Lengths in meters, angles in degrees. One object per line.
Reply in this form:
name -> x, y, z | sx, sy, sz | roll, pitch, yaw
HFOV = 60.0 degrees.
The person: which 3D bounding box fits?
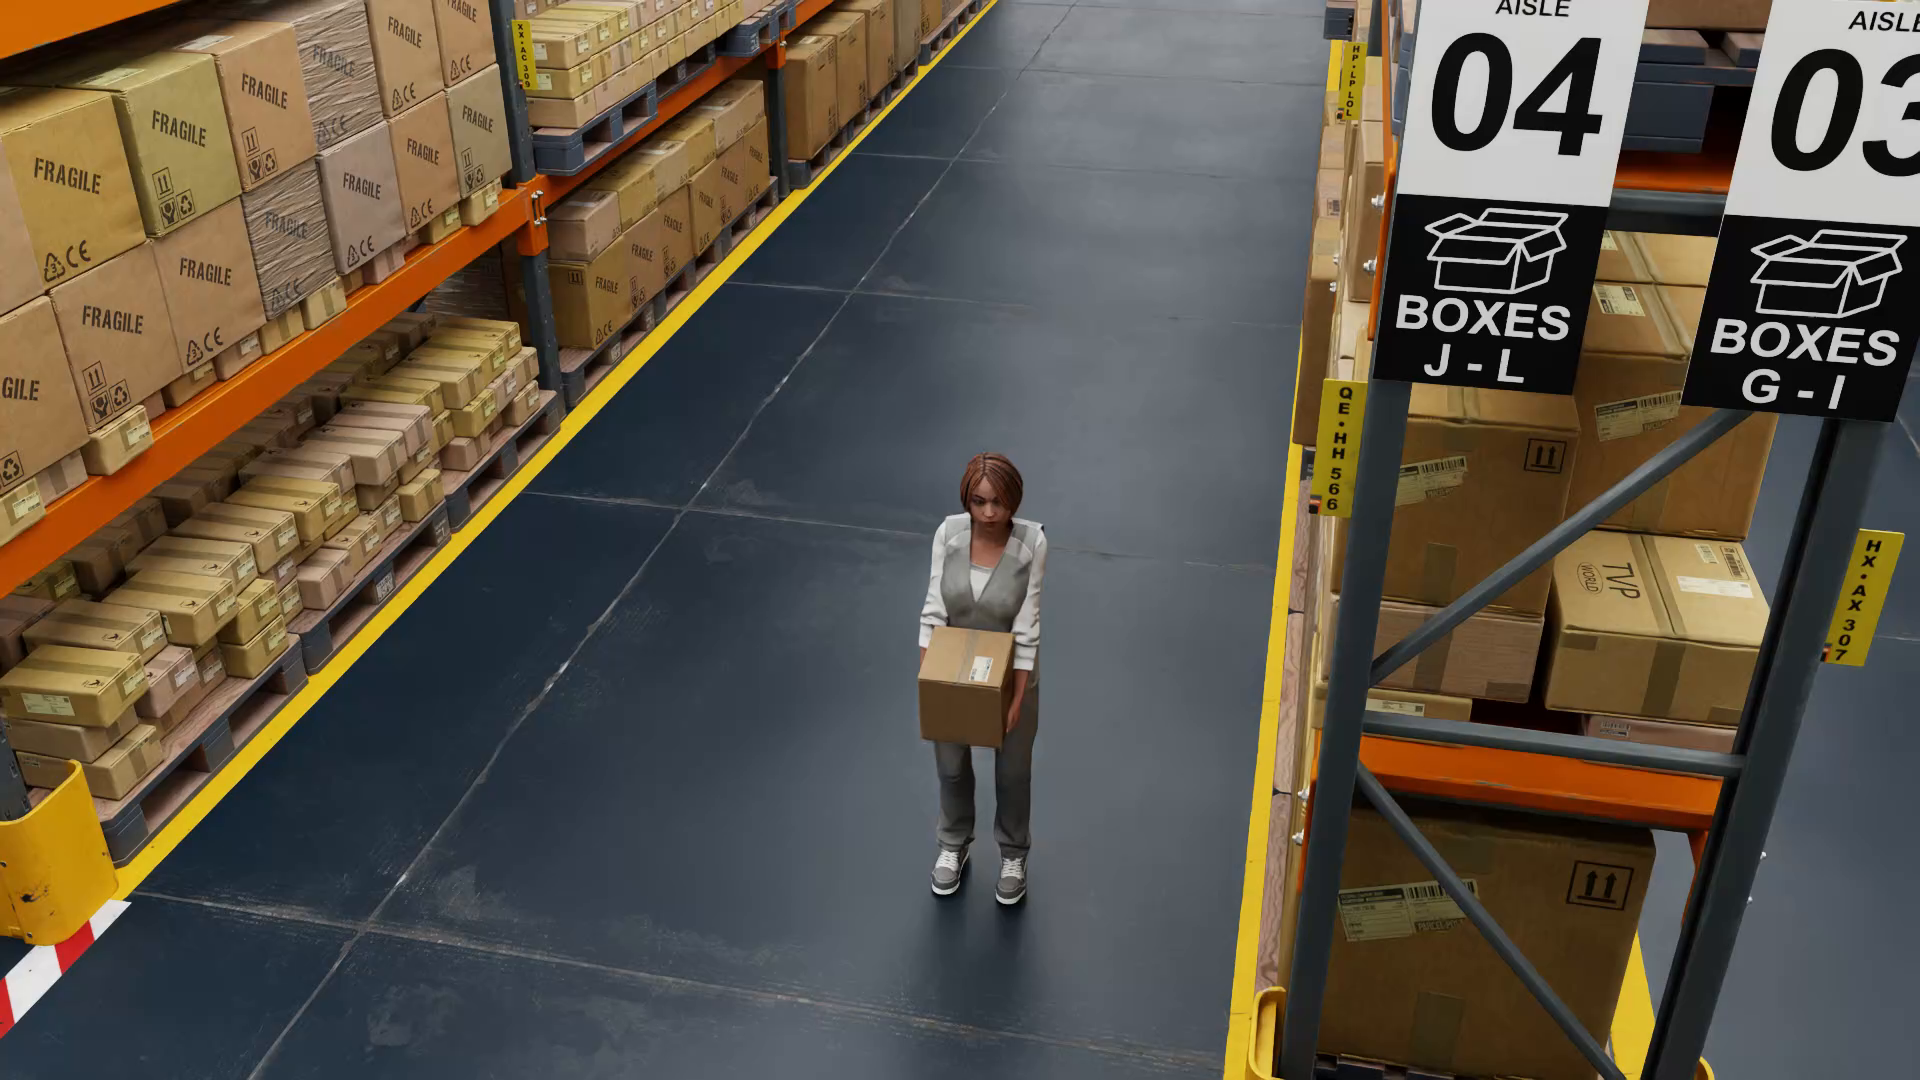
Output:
person -> 0.068, 0.489, 5.265 | 0.375, 1.599, 0.496 | 6, 30, 10
